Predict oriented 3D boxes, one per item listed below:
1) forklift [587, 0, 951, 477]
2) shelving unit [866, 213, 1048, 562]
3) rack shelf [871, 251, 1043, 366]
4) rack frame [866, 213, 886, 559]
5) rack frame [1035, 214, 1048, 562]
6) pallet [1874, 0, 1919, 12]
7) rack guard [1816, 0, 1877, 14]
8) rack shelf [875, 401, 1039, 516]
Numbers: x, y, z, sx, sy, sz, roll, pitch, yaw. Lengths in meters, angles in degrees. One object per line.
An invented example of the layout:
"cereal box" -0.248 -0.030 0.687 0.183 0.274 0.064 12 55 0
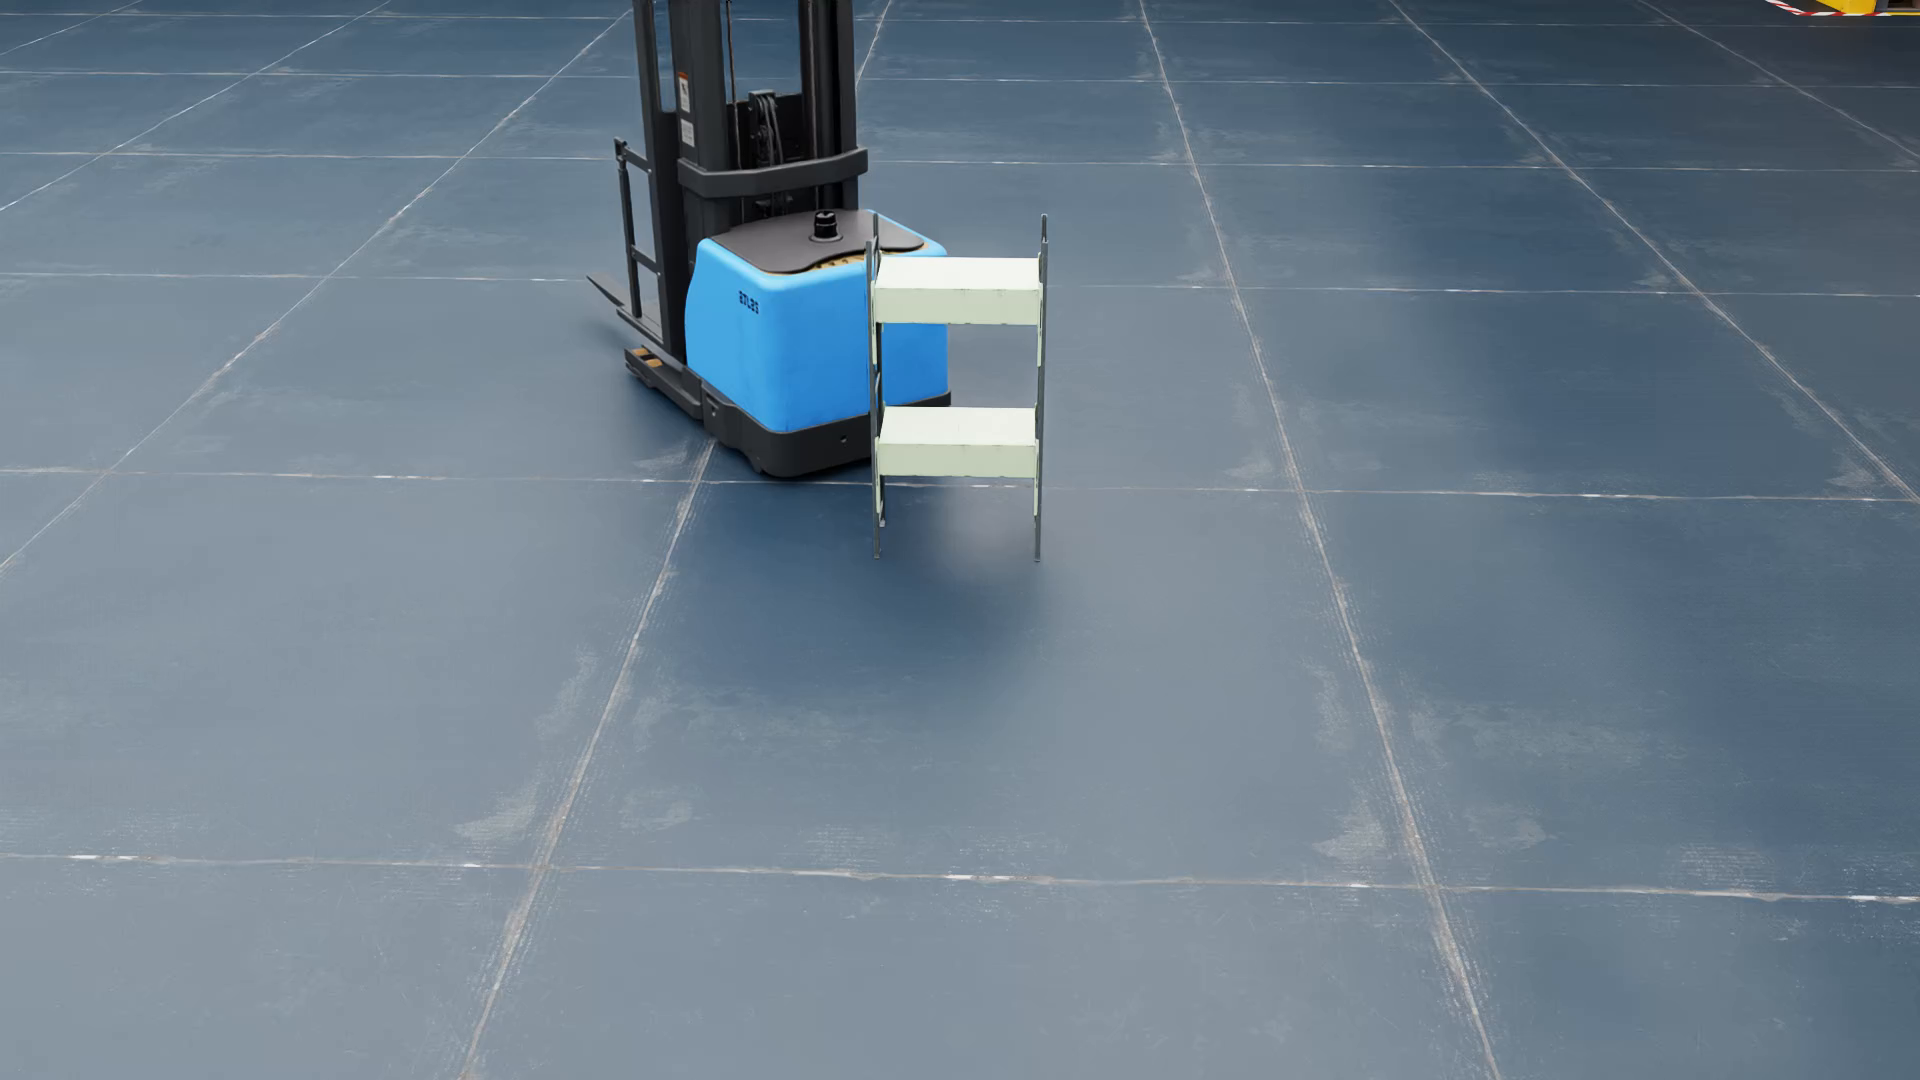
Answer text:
"forklift" -1.255 -2.252 8.868 1.130 2.935 3.031 -16 32 -28
"shelving unit" -0.007 -0.663 7.399 0.755 1.500 0.431 1 28 2
"rack shelf" -0.007 -1.008 7.216 0.720 0.370 0.431 1 28 2
"rack frame" -0.372 -0.669 7.410 0.023 1.500 0.400 1 28 2
"rack frame" 0.359 -0.657 7.388 0.023 1.500 0.400 1 28 2
"pallet" 11.227 -6.462 19.715 1.213 0.211 1.003 1 28 2
"rack guard" 10.437 -6.583 19.635 0.348 0.500 1.175 1 28 2
"rack shelf" -0.007 -0.375 7.552 0.720 0.370 0.431 1 28 2
